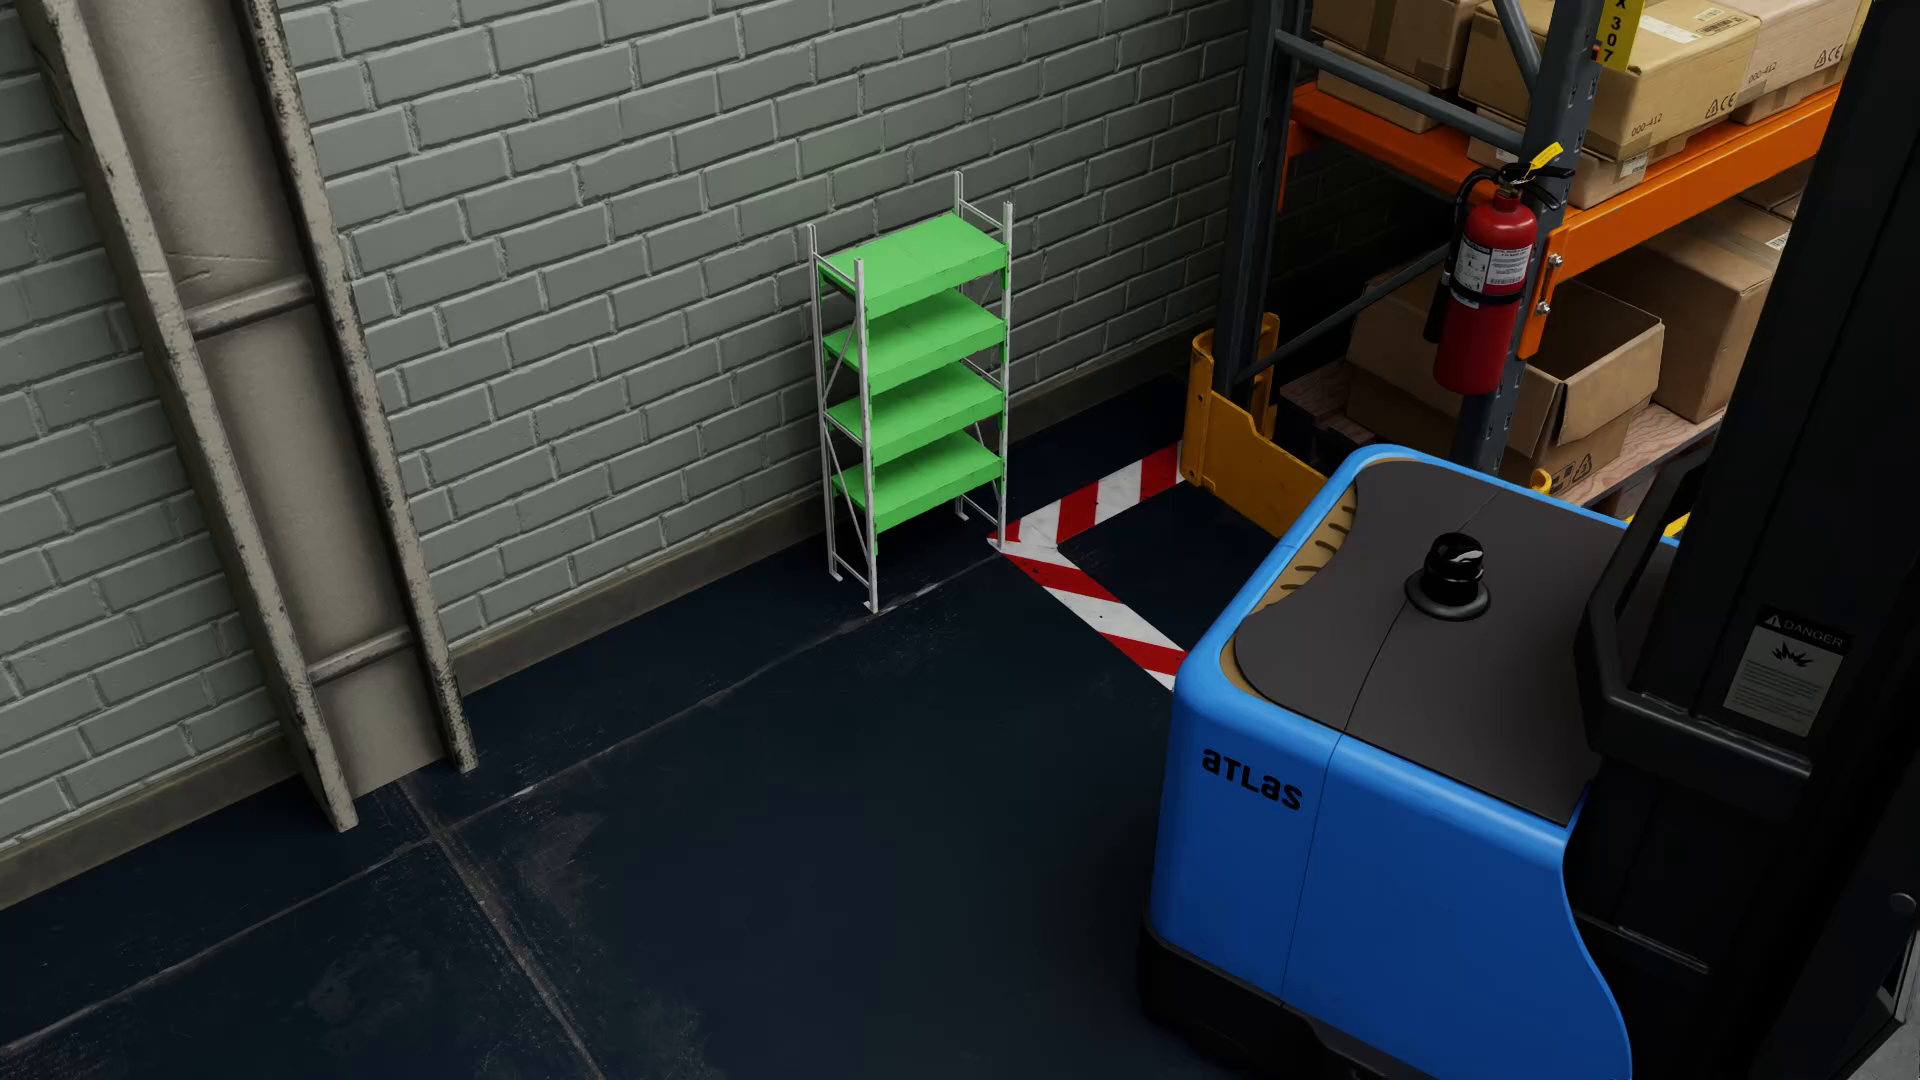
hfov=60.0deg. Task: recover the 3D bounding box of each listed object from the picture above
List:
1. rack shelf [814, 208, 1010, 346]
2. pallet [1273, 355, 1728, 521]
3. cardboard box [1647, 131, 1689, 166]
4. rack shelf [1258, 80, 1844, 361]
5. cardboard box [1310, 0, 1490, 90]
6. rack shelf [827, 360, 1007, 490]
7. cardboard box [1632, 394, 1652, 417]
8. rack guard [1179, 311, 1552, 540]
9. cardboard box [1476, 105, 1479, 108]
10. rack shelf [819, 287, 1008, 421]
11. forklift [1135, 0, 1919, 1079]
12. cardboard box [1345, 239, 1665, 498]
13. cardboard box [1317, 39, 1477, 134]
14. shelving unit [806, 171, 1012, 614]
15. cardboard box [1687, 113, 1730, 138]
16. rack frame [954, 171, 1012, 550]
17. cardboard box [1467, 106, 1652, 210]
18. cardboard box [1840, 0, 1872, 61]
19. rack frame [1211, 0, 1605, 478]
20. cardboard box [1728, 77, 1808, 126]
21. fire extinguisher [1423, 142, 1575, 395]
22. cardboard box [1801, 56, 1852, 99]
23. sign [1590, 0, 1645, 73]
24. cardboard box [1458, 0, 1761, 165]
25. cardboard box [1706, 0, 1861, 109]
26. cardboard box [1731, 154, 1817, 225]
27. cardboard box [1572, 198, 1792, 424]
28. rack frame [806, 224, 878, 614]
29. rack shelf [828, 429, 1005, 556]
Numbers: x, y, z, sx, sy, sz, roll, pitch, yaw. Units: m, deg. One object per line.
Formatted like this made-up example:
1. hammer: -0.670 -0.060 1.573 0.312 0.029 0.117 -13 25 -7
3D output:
1. rack shelf: -0.131 -0.722 4.527 0.480 0.148 0.258 -26 46 -28
2. pallet: 1.827 -0.399 5.570 1.213 0.211 1.003 -26 46 -28
3. cardboard box: 1.737 -1.153 4.489 0.250 0.149 0.380 -25 45 -27
4. rack shelf: 2.721 -1.634 5.444 4.000 0.370 1.077 -26 46 -28
5. cardboard box: 1.338 -1.508 4.607 0.500 0.250 0.500 -25 45 -27
6. rack shelf: -0.131 -0.351 4.832 0.480 0.148 0.258 -26 46 -28
7. cardboard box: 2.039 -0.533 5.451 0.250 0.149 0.380 -28 47 -30
8. rack guard: 1.196 -0.202 5.103 0.348 0.500 1.175 -26 46 -28
9. cardboard box: 1.473 -1.373 4.756 0.250 0.149 0.380 -25 45 -27
10. rack shelf: -0.131 -0.536 4.680 0.480 0.148 0.258 -26 46 -28
11. forklift: 1.921 0.219 2.672 3.031 2.935 1.130 23 44 25
12. cardboard box: 1.678 -0.525 5.163 0.637 0.503 0.797 -28 47 -30
13. cardboard box: 1.235 -1.305 4.674 0.250 0.149 0.380 -27 46 -29
14. shelving unit: -0.131 -0.400 4.791 0.503 1.200 0.258 -26 46 -28
15. cardboard box: 1.924 -1.272 4.634 0.250 0.149 0.380 -27 46 -29
16. rack frame: 0.062 -0.494 4.906 0.015 1.200 0.240 -26 46 -28
17. cardboard box: 1.563 -1.031 4.340 0.250 0.149 0.380 -26 46 -28
18. cardboard box: 2.459 -1.629 4.754 0.500 0.250 0.500 -27 46 -29
19. rack frame: 1.135 -1.139 4.274 0.127 3.000 1.000 -26 46 -28
20. cardboard box: 2.162 -1.339 4.715 0.250 0.149 0.380 -25 45 -27
21. fire extinguisher: 1.300 -0.676 4.064 0.183 0.674 0.296 -26 46 -28
22. cardboard box: 2.369 -1.444 4.844 0.250 0.149 0.380 -25 46 -27
23. sign: 1.466 -1.201 3.667 0.005 0.325 0.100 -26 46 -28
24. cardboard box: 1.659 -1.236 4.276 0.500 0.250 0.500 -26 46 -28
25. cardboard box: 2.059 -1.431 4.513 0.500 0.250 0.500 -25 46 -28
26. cardboard box: 2.860 -0.989 5.730 0.500 0.500 0.500 -25 46 -27
27. cardboard box: 2.380 -0.835 5.543 0.500 0.500 0.700 -24 45 -26
28. rack frame: -0.325 -0.306 4.676 0.015 1.200 0.240 -26 46 -28
29. rack shelf: -0.131 -0.165 4.984 0.480 0.148 0.258 -26 46 -28
